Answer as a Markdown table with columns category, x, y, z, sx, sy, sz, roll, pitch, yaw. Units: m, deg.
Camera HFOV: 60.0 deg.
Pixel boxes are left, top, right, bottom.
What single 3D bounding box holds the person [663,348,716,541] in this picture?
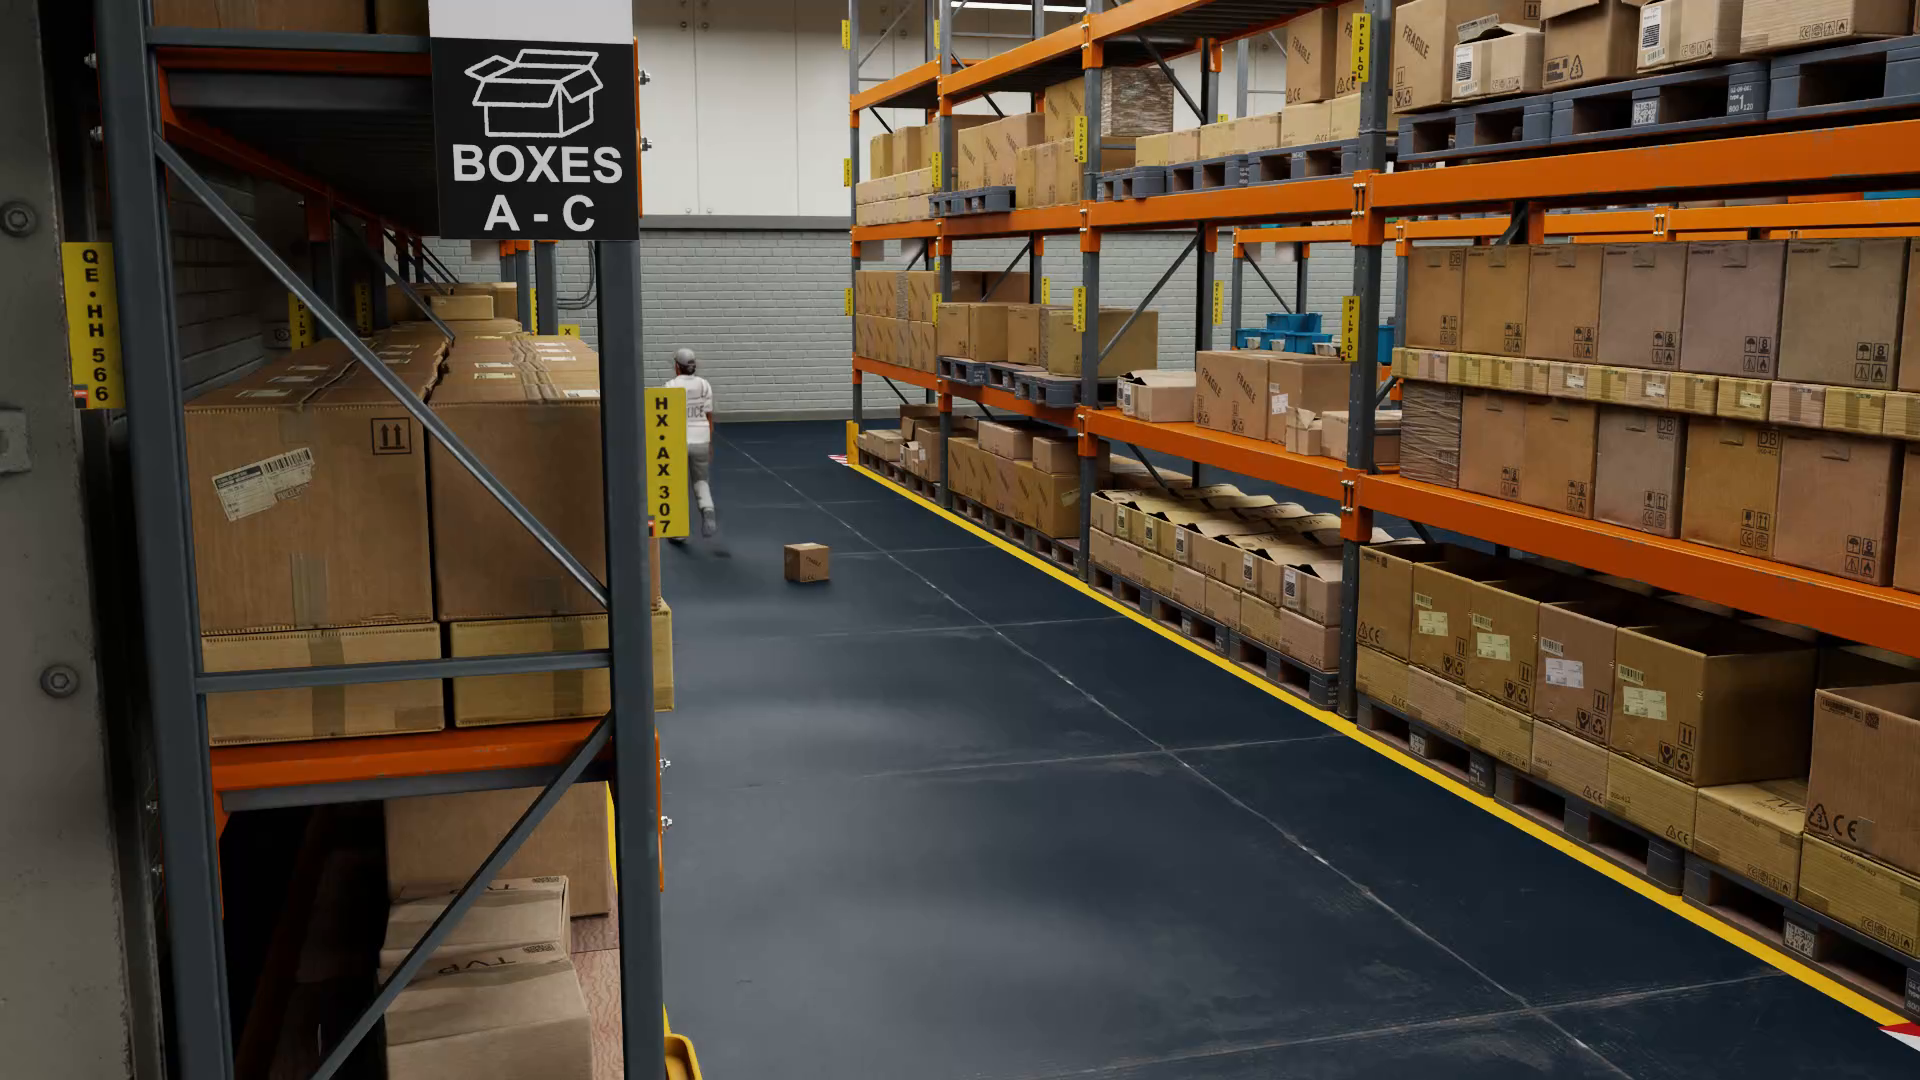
| category | x | y | z | sx | sy | sz | roll | pitch | yaw |
| --- | --- | --- | --- | --- | --- | --- | --- | --- | --- |
| person | -2.318 | -0.800 | 14.114 | 0.483 | 1.648 | 0.591 | -4 | 10 | -24 |
